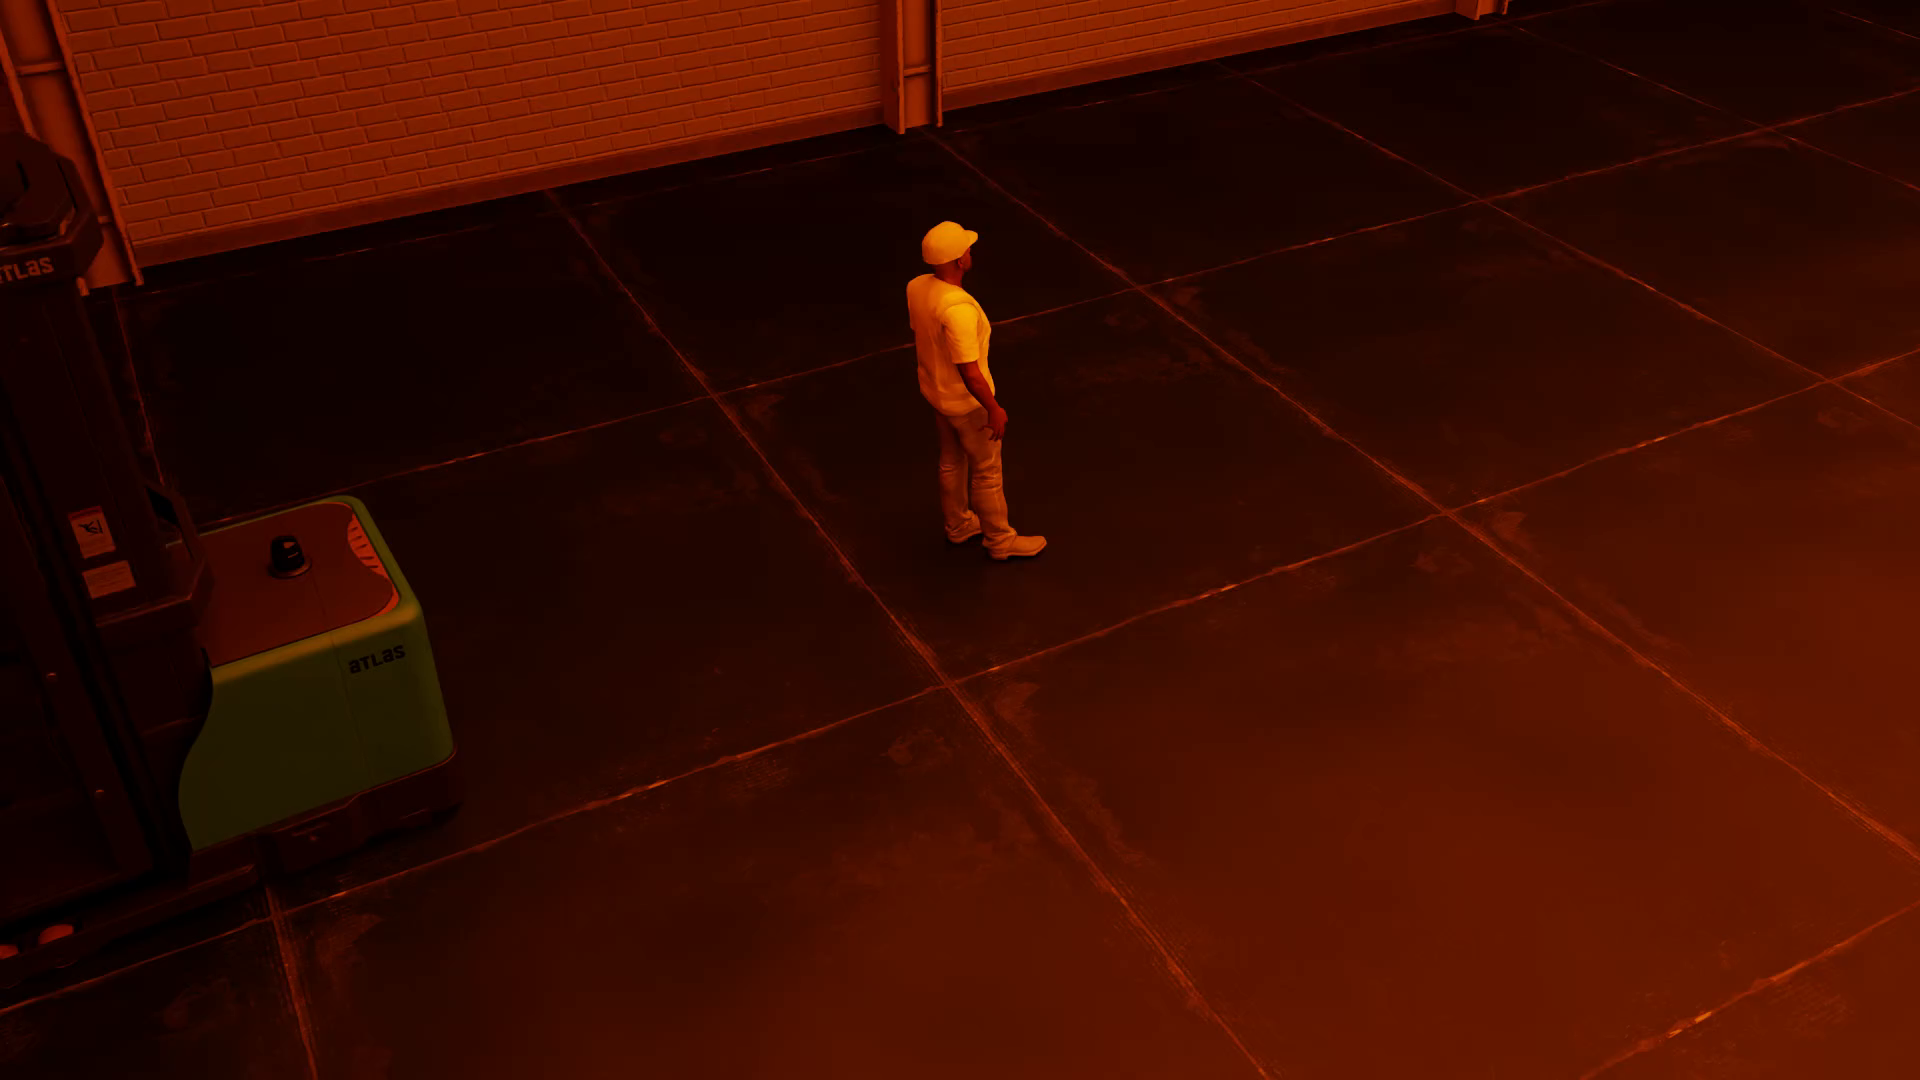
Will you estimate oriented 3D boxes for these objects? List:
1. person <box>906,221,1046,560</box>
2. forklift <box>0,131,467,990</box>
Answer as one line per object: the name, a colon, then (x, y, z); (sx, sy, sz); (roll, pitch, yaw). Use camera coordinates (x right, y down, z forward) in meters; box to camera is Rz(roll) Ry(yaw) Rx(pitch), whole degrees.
person: (0.065, -0.743, 8.171); (0.575, 1.768, 0.665); (-17, 39, -23)
forklift: (-3.613, 0.145, 5.918); (3.031, 2.935, 1.130); (-19, 40, -25)
